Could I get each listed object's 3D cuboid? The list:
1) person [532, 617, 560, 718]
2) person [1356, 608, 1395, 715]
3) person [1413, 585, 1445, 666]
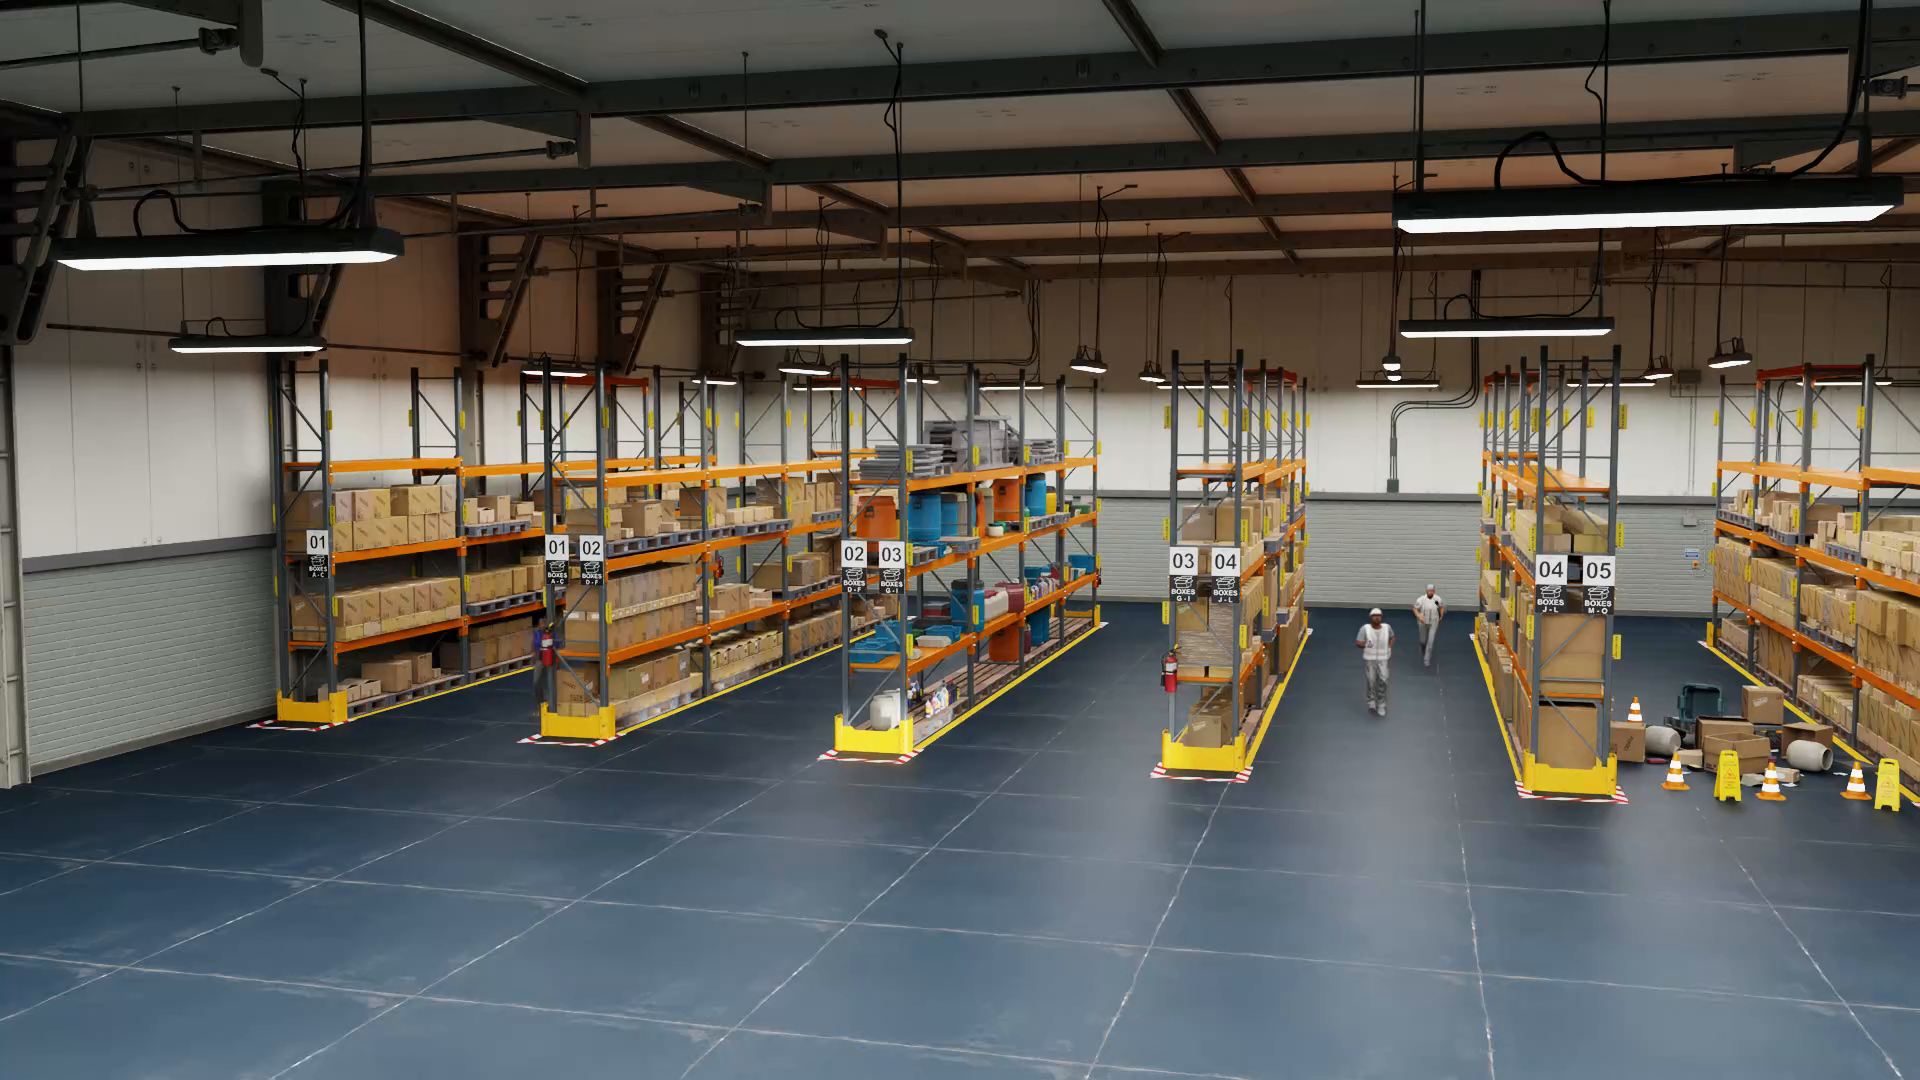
[{"bbox_3d":[-7.057,2.151,28.378,0.578,1.697,0.831,1,4,14],"label":"person"},{"bbox_3d":[7.115,2.086,28.445,0.666,1.836,0.682,1,4,8],"label":"person"},{"bbox_3d":[9.672,1.735,34.309,0.631,1.655,0.801,1,4,11],"label":"person"}]
